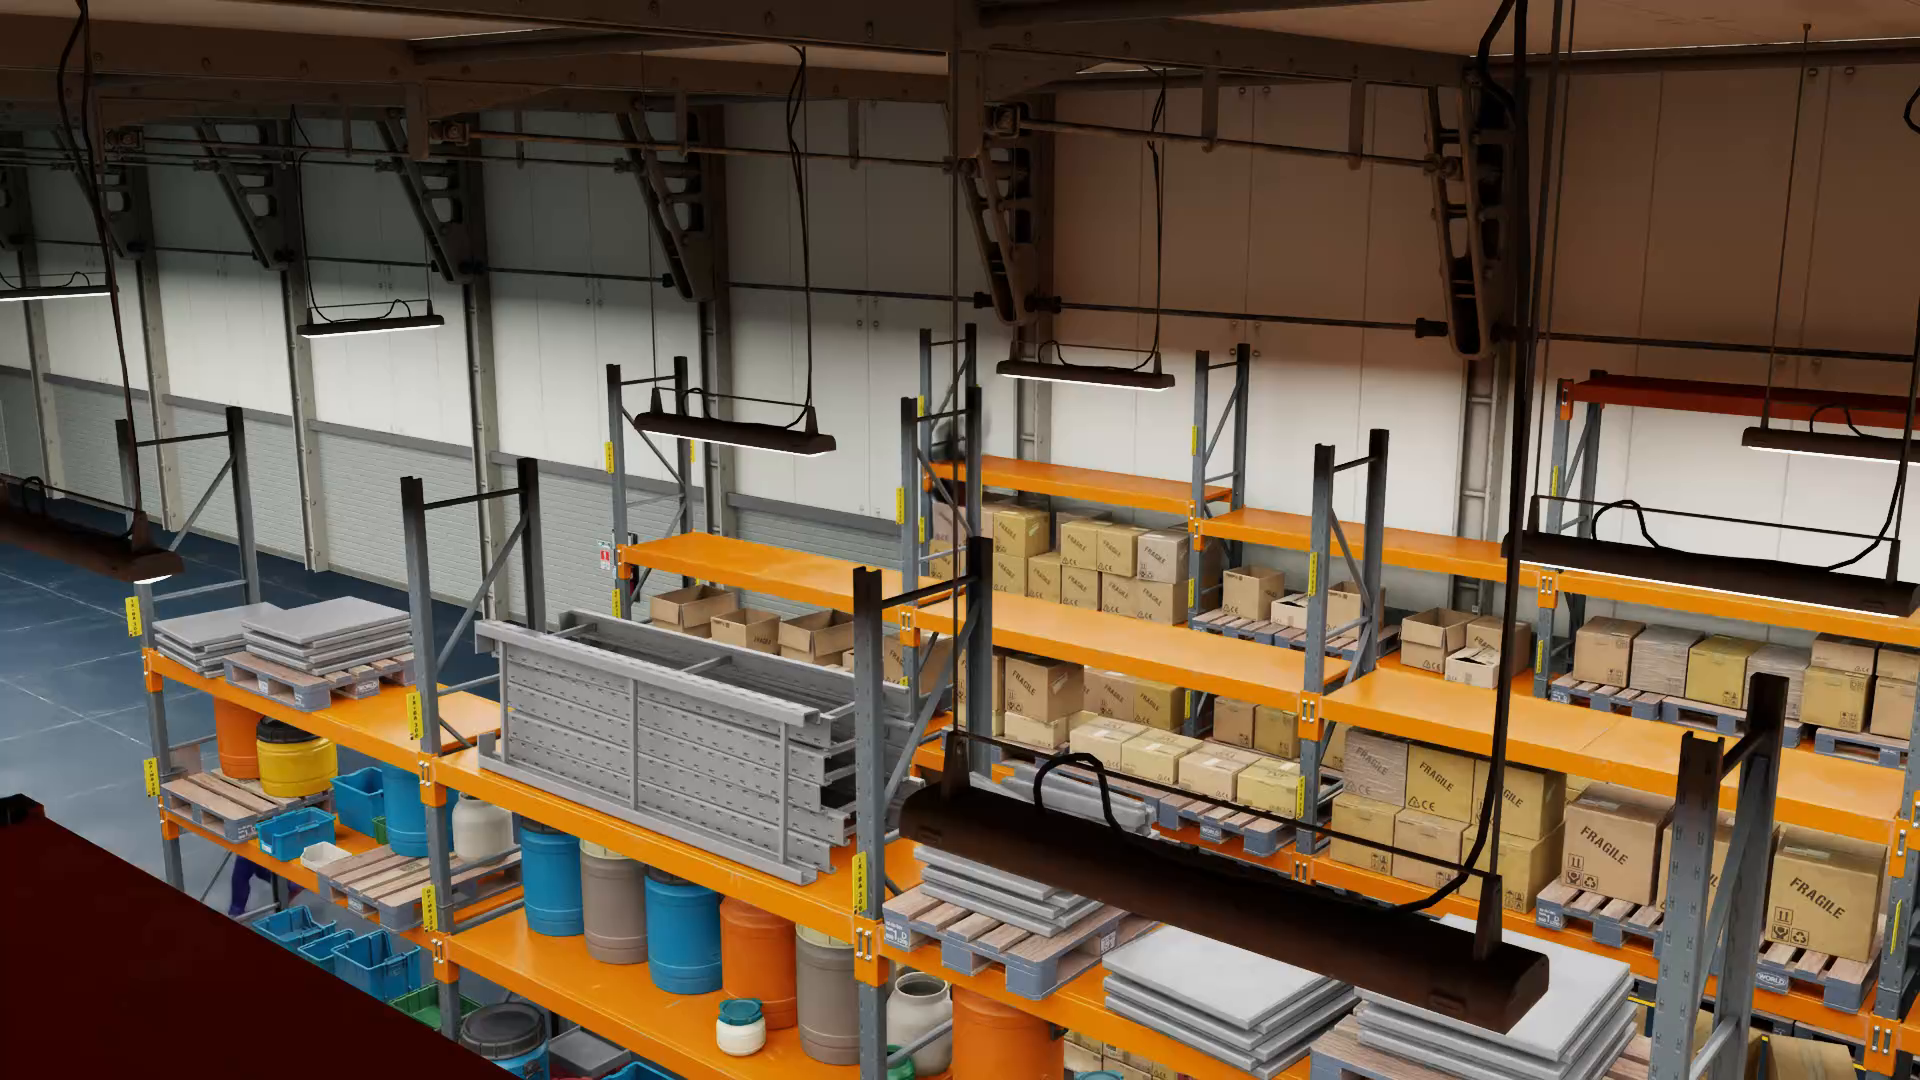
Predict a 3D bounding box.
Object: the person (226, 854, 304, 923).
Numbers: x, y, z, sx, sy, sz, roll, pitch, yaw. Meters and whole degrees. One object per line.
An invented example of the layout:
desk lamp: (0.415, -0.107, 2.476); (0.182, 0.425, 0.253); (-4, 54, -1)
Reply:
person: (-7.584, 3.294, 17.859); (0.933, 1.646, 0.601); (-6, 14, -26)
